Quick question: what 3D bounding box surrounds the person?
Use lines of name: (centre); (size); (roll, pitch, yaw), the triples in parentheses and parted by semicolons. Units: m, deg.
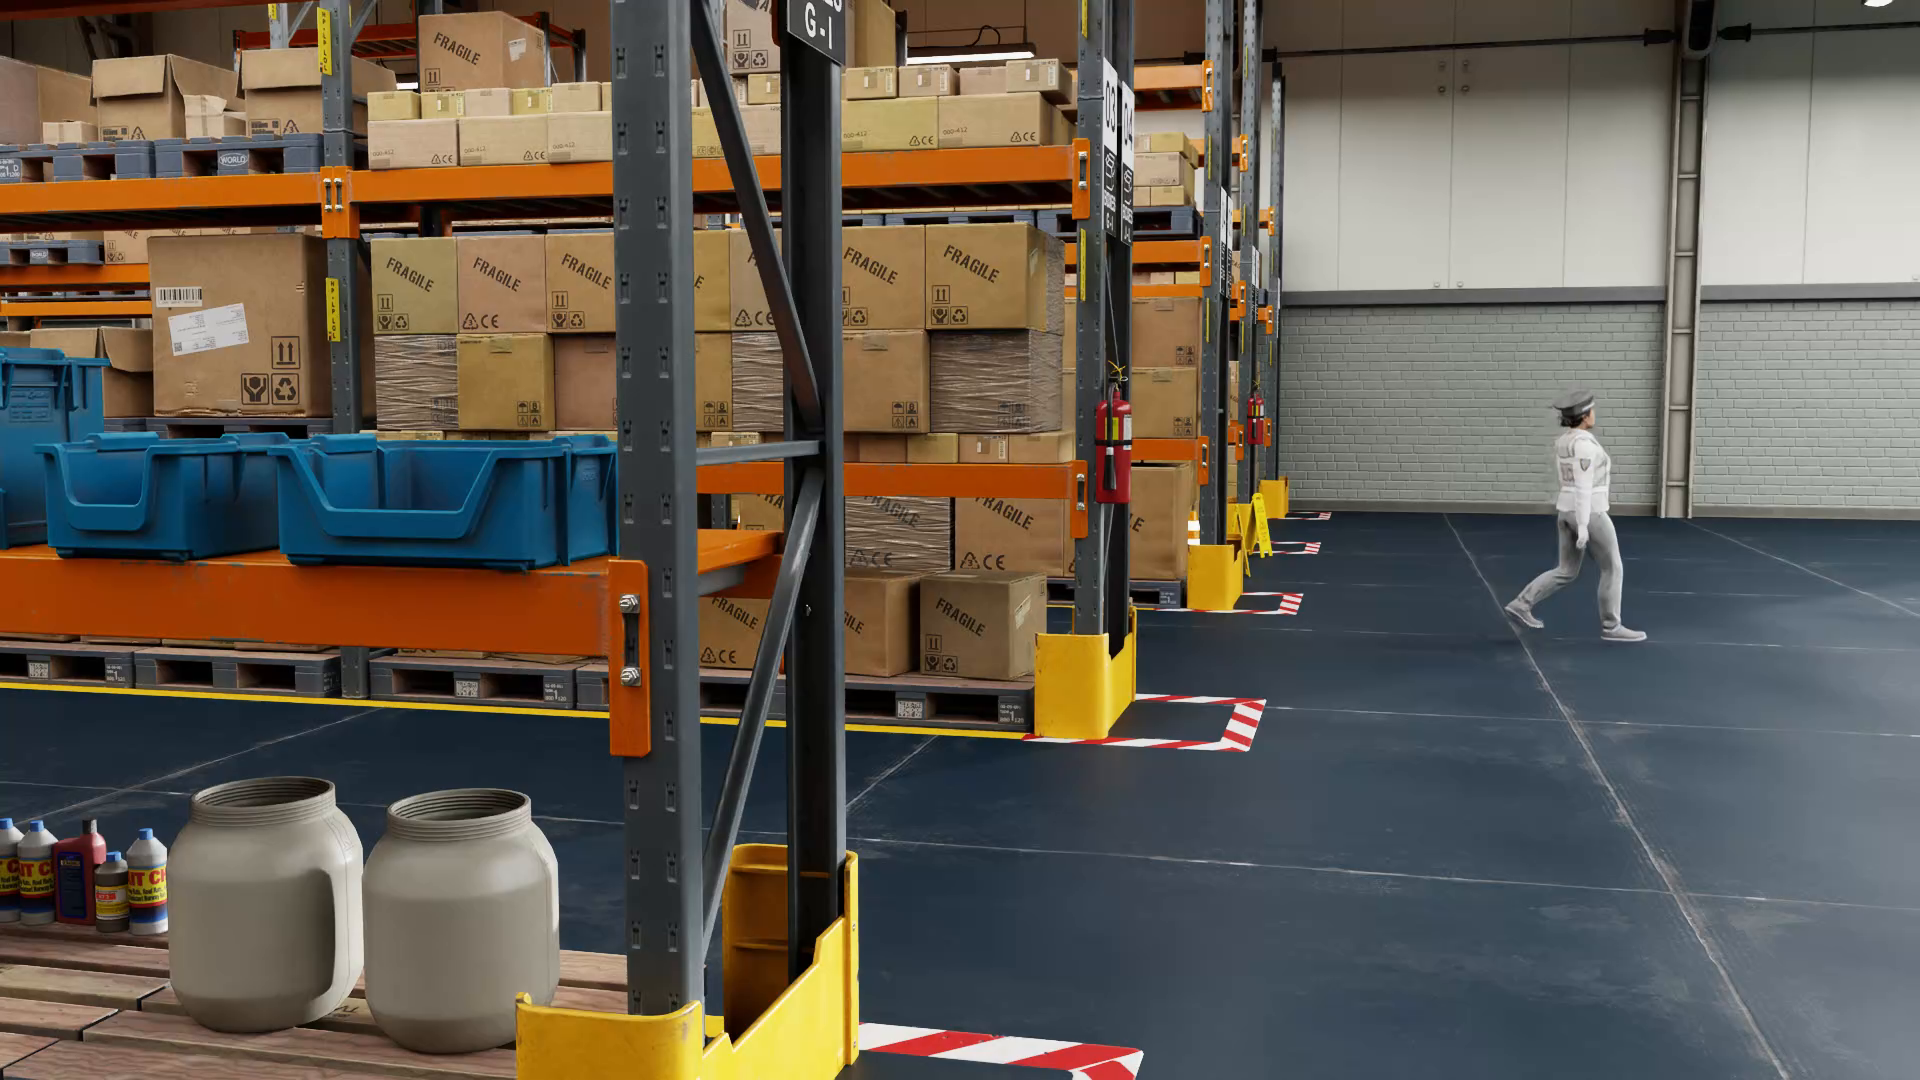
person: (4.060, -0.164, 10.927); (0.888, 1.652, 0.495); (0, 5, -3)
